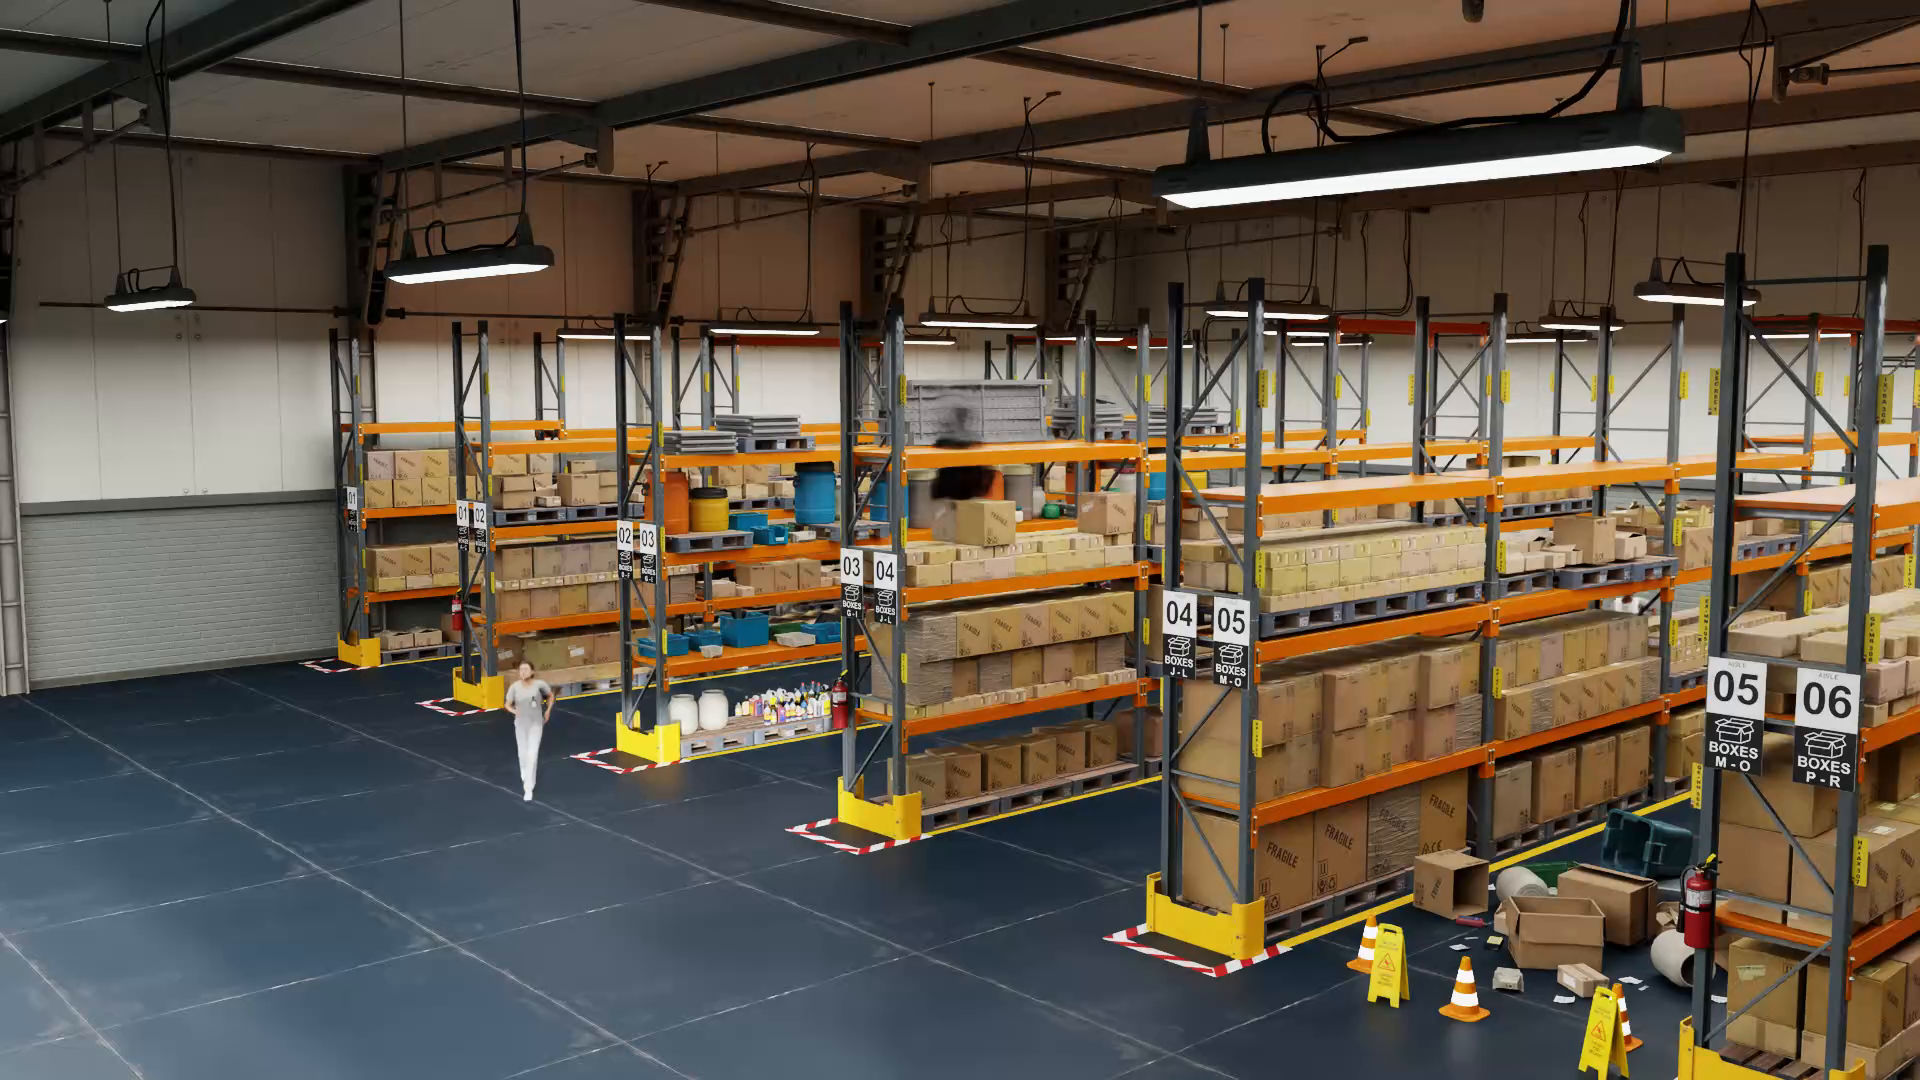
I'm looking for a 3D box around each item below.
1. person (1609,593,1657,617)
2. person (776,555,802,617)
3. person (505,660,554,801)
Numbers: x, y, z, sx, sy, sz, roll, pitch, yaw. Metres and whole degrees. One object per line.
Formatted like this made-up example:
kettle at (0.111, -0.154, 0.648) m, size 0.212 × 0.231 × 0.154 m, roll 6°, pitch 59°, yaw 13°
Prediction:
person at (10.977, 1.582, 27.316) m, size 0.788 × 1.828 × 0.667 m, roll -4°, pitch 7°, yaw -37°
person at (-3.434, 1.010, 33.297) m, size 0.664 × 1.735 × 0.656 m, roll -6°, pitch 8°, yaw -44°
person at (-5.326, 2.306, 20.602) m, size 0.577 × 1.674 × 0.950 m, roll -1°, pitch 6°, yaw -5°
